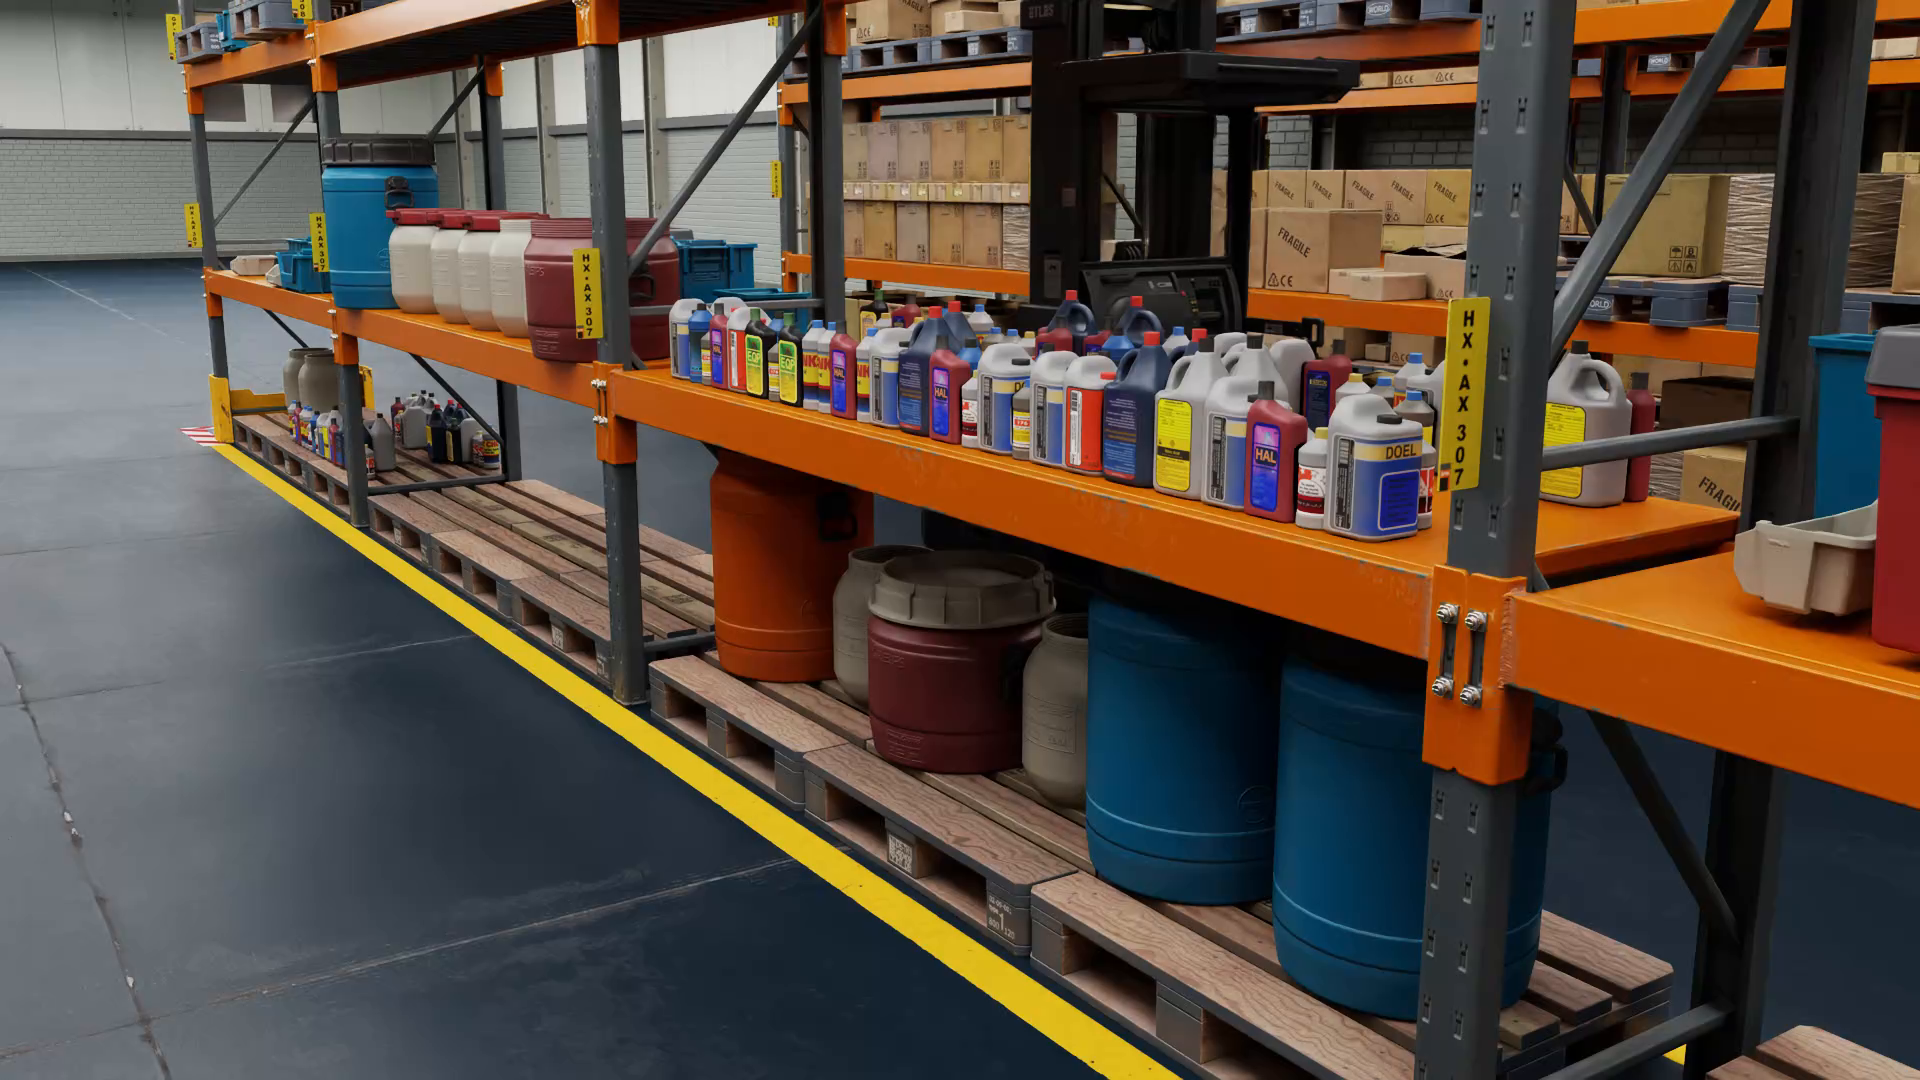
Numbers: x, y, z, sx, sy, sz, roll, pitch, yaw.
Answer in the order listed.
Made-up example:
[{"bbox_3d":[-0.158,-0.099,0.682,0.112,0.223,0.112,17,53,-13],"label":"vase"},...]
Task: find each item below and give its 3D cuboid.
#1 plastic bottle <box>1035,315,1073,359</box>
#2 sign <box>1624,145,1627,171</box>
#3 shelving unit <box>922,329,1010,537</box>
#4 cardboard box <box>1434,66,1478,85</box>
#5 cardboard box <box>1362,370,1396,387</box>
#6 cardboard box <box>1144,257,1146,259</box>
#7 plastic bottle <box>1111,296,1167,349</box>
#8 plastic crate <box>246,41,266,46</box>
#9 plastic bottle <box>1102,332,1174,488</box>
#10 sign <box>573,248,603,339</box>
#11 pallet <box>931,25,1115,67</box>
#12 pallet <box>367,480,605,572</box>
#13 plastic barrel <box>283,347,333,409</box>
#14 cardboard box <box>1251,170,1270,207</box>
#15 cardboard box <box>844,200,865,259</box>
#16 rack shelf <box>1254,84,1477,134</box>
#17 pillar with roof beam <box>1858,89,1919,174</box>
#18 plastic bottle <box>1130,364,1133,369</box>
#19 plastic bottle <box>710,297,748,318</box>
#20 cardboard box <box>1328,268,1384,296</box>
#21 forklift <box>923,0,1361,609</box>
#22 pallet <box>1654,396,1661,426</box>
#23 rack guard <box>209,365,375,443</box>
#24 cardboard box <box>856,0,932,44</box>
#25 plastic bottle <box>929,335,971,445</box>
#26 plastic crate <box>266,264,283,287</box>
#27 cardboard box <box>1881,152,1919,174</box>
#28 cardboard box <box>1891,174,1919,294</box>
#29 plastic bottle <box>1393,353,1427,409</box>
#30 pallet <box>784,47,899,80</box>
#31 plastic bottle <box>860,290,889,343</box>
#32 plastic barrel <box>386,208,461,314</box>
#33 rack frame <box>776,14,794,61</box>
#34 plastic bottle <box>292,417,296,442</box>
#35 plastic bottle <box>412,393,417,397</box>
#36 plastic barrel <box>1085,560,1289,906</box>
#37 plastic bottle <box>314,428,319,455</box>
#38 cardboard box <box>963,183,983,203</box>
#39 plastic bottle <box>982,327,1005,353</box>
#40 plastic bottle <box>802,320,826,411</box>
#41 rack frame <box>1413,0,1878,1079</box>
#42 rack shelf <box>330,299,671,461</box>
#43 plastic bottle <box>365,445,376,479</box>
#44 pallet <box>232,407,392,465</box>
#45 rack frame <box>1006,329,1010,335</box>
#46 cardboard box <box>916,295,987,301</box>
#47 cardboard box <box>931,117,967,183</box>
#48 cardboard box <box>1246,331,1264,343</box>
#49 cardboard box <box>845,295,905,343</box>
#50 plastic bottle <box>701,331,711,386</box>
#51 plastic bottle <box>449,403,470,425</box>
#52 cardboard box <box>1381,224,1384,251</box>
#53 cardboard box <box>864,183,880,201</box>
[{"bbox_3d":[0.290,-0.555,5.151,0.061,0.283,0.133,-8,15,-33],"label":"plastic bottle"},{"bbox_3d":[3.668,-2.065,9.258,0.100,0.325,0.005,-8,15,-33],"label":"sign"},{"bbox_3d":[0.028,-0.574,9.177,0.258,1.200,0.503,-9,15,-35],"label":"shelving unit"},{"bbox_3d":[4.640,-4.355,14.955,0.500,0.500,0.500,-8,14,-31],"label":"cardboard box"},{"bbox_3d":[2.597,-0.919,10.685,0.500,0.311,0.500,-9,15,-34],"label":"cardboard box"},{"bbox_3d":[1.326,-1.879,11.521,0.380,0.149,0.250,-8,15,-33],"label":"cardboard box"},{"bbox_3d":[0.538,-0.548,4.961,0.144,0.351,0.185,-8,15,-33],"label":"plastic bottle"},{"bbox_3d":[-4.346,-3.172,10.441,0.243,0.136,0.396,-8,15,-33],"label":"plastic crate"},{"bbox_3d":[0.428,-0.309,3.867,0.144,0.351,0.185,-8,15,-33],"label":"plastic bottle"},{"bbox_3d":[-1.359,-0.900,6.073,0.100,0.325,0.005,-8,15,-33],"label":"sign"},{"bbox_3d":[0.511,-3.754,12.694,1.003,0.211,1.213,-8,15,-33],"label":"pallet"},{"bbox_3d":[-2.653,-0.101,9.327,1.003,0.211,1.213,-8,15,-33],"label":"pallet"},{"bbox_3d":[-4.909,-1.191,12.627,0.421,0.512,0.421,0,12,0],"label":"plastic barrel"},{"bbox_3d":[3.190,-3.575,17.238,0.500,0.500,0.500,-8,15,-33],"label":"cardboard box"},{"bbox_3d":[-0.668,-2.766,14.756,0.700,0.500,0.500,-8,14,-31],"label":"cardboard box"},{"bbox_3d":[4.019,-4.240,16.392,1.077,0.370,4.000,-8,15,-33],"label":"rack shelf"},{"bbox_3d":[3.759,-4.814,10.311,9.100,9.000,0.400,-8,15,-33],"label":"pillar with roof beam"},{"bbox_3d":[0.436,-0.317,4.090,0.097,0.271,0.097,0,12,0],"label":"plastic bottle"},{"bbox_3d":[-0.807,-0.729,5.963,0.152,0.276,0.135,-8,15,-33],"label":"plastic bottle"},{"bbox_3d":[2.468,-1.570,10.106,0.380,0.149,0.250,-7,14,-29],"label":"cardboard box"},{"bbox_3d":[1.074,-1.112,7.585,1.130,2.935,3.031,-9,15,-35],"label":"forklift"},{"bbox_3d":[6.239,-1.053,13.682,1.003,0.211,1.213,-8,15,-33],"label":"pallet"},{"bbox_3d":[-5.256,-1.080,13.131,1.175,0.500,0.348,-8,15,-33],"label":"rack guard"},{"bbox_3d":[-0.519,-4.355,13.689,0.500,0.500,0.500,-8,15,-33],"label":"cardboard box"},{"bbox_3d":[-0.027,-0.405,4.468,0.061,0.283,0.133,-8,15,-33],"label":"plastic bottle"},{"bbox_3d":[-4.231,-1.728,10.859,0.530,0.136,0.437,-8,15,-33],"label":"plastic crate"},{"bbox_3d":[6.936,-2.753,12.147,0.380,0.149,0.250,-11,17,-42],"label":"cardboard box"},{"bbox_3d":[4.407,-1.322,7.167,0.500,0.500,0.700,11,16,41],"label":"cardboard box"},{"bbox_3d":[1.128,-0.329,4.144,0.097,0.271,0.097,0,12,0],"label":"plastic bottle"},{"bbox_3d":[-0.841,-4.188,14.678,1.003,0.211,1.213,-8,15,-33],"label":"pallet"},{"bbox_3d":[-0.325,-0.808,6.308,0.061,0.283,0.133,-8,15,-33],"label":"plastic bottle"},{"bbox_3d":[-2.773,-1.468,8.736,0.433,0.535,0.433,0,12,0],"label":"plastic barrel"},{"bbox_3d":[-1.211,-5.826,14.937,1.000,3.000,0.127,-8,15,-33],"label":"rack frame"},{"bbox_3d":[-4.534,-0.779,11.425,0.097,0.201,0.097,0,12,0],"label":"plastic bottle"},{"bbox_3d":[-3.874,-0.904,11.802,0.061,0.283,0.133,-8,14,-31],"label":"plastic bottle"},{"bbox_3d":[0.632,0.420,4.348,0.600,0.901,0.708,-8,15,-33],"label":"plastic barrel"},{"bbox_3d":[-4.178,-0.665,10.901,0.097,0.201,0.097,0,12,0],"label":"plastic bottle"},{"bbox_3d":[0.247,-2.709,12.977,0.380,0.149,0.250,-8,15,-33],"label":"cardboard box"},{"bbox_3d":[0.121,-0.618,5.630,0.097,0.201,0.097,0,12,0],"label":"plastic bottle"},{"bbox_3d":[-0.434,-0.537,5.099,0.097,0.271,0.097,0,12,0],"label":"plastic bottle"},{"bbox_3d":[1.312,-0.175,3.141,1.000,3.000,0.127,-8,15,-33],"label":"rack frame"},{"bbox_3d":[-2.013,-0.891,8.097,1.077,0.370,4.000,-8,15,-33],"label":"rack shelf"},{"bbox_3d":[-3.581,-0.473,10.025,0.097,0.201,0.097,0,12,0],"label":"plastic bottle"},{"bbox_3d":[-4.810,-0.794,12.498,1.003,0.211,1.213,-8,15,-33],"label":"pallet"},{"bbox_3d":[0.171,-0.531,8.984,0.240,1.200,0.015,-9,15,-35],"label":"rack frame"},{"bbox_3d":[-0.100,-1.887,14.667,0.500,0.500,0.500,-8,15,-33],"label":"cardboard box"},{"bbox_3d":[0.196,-3.123,13.351,0.700,0.500,0.500,-8,15,-33],"label":"cardboard box"},{"bbox_3d":[3.219,-2.250,17.891,0.500,0.311,0.500,-10,16,-39],"label":"cardboard box"},{"bbox_3d":[-0.821,-1.913,14.785,0.500,0.500,0.500,-8,15,-33],"label":"cardboard box"},{"bbox_3d":[-0.838,-0.633,5.700,0.097,0.201,0.097,0,12,0],"label":"plastic bottle"},{"bbox_3d":[-3.222,-0.711,10.764,0.144,0.351,0.185,-8,14,-31],"label":"plastic bottle"},{"bbox_3d":[4.051,-2.933,16.055,0.500,0.250,0.500,-8,15,-33],"label":"cardboard box"},{"bbox_3d":[-0.600,-2.982,14.224,0.380,0.149,0.250,-9,15,-35],"label":"cardboard box"}]
